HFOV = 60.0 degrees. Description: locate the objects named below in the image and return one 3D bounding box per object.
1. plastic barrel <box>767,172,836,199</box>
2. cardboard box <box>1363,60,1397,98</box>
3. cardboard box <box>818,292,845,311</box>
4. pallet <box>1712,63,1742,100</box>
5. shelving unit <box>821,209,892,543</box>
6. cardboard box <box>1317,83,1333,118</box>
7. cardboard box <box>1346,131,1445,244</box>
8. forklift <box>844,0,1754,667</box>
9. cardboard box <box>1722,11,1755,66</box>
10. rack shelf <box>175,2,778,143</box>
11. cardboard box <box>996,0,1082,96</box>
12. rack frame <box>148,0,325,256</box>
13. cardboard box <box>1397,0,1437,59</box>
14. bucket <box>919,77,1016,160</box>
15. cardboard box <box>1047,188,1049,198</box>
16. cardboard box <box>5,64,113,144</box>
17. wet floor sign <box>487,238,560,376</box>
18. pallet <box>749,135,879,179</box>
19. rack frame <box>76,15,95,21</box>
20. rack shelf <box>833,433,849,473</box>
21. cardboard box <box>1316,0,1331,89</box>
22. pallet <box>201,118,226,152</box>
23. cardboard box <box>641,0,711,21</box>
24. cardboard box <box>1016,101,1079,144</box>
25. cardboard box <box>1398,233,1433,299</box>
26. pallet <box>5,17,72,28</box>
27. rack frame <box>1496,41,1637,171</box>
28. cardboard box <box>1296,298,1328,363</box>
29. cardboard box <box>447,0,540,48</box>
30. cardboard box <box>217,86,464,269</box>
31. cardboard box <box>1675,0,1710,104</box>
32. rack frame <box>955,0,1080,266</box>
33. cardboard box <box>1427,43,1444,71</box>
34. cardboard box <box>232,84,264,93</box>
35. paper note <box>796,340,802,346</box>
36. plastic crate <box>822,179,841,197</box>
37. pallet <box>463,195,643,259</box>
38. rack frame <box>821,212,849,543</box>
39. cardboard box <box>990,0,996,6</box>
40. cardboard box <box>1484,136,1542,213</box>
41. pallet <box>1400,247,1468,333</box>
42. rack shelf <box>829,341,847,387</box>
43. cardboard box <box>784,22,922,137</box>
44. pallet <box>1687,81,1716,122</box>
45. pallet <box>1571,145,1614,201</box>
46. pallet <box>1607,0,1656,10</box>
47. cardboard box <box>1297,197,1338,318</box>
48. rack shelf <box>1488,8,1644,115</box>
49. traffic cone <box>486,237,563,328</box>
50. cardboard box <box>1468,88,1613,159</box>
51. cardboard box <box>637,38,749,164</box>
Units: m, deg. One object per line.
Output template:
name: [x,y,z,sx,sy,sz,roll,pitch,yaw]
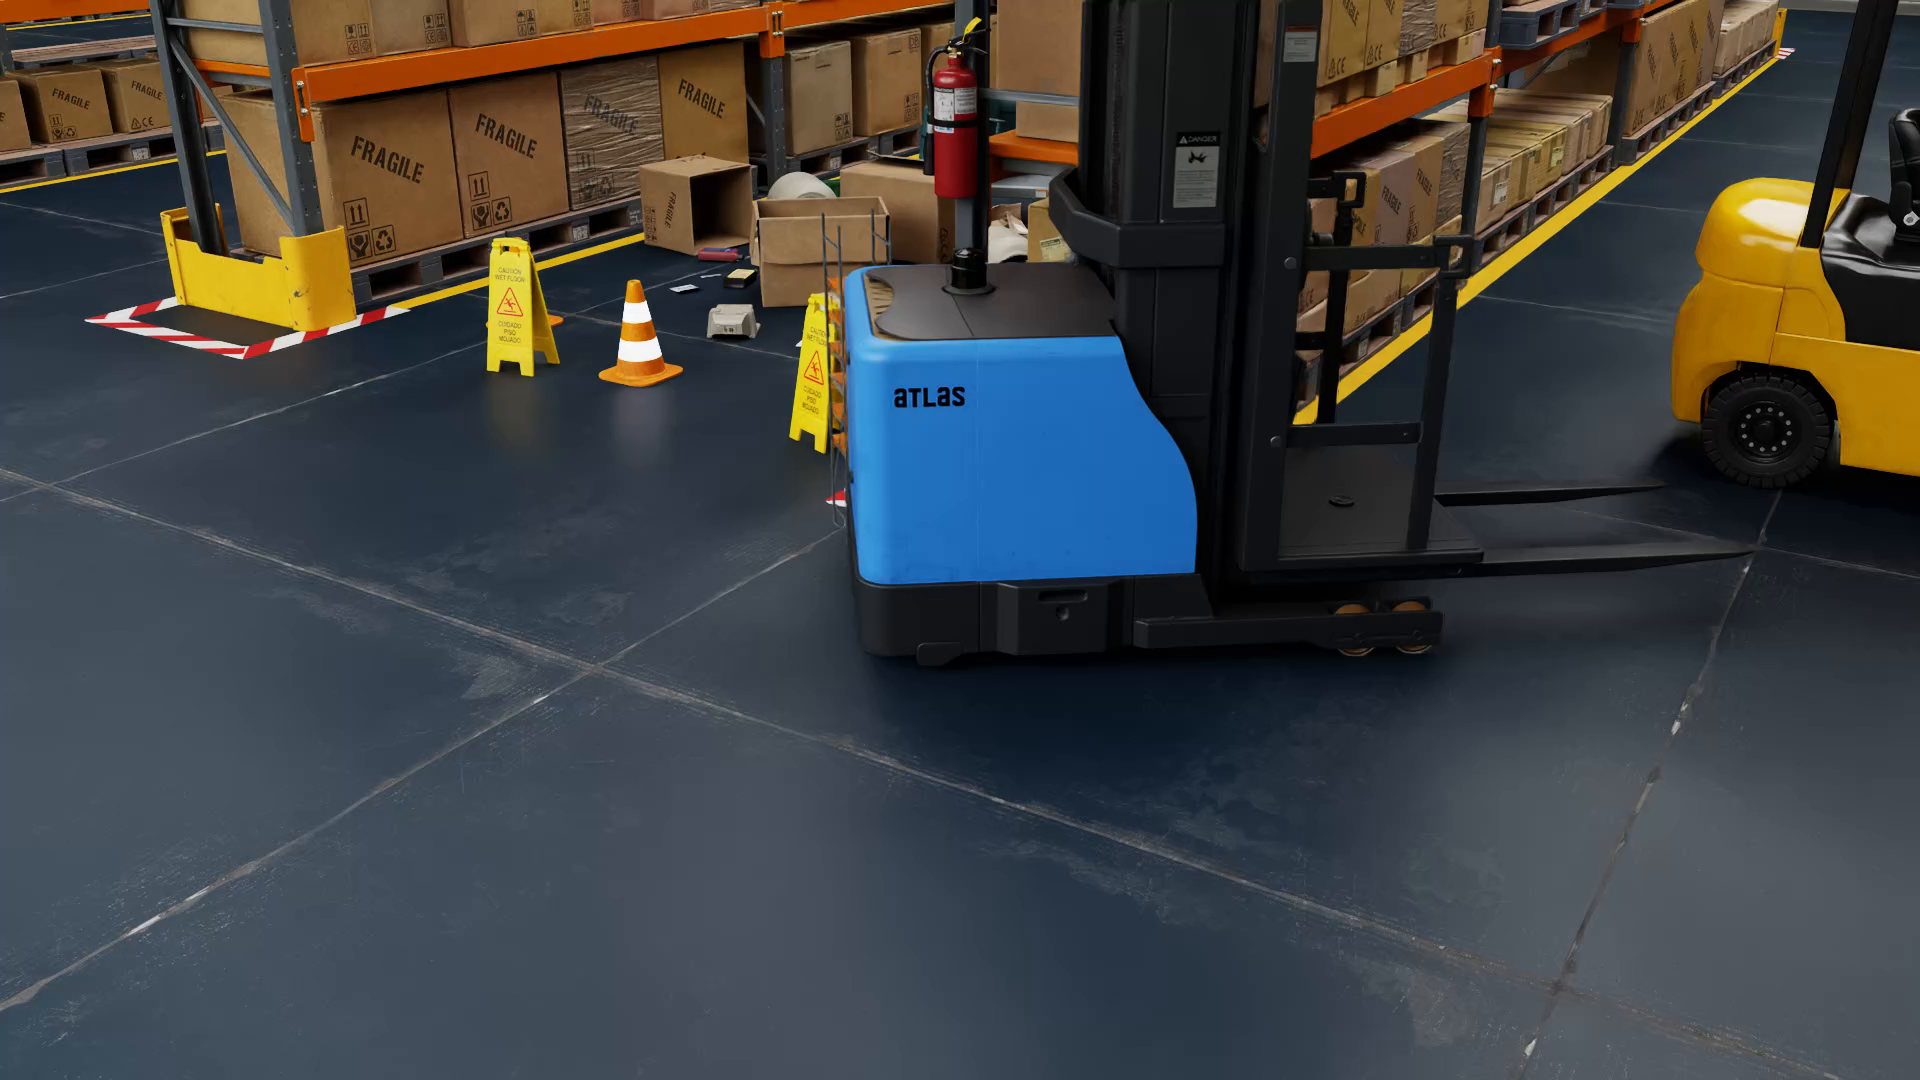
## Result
plastic barrel: [-1.009,-2.119,10.613,0.421,0.421,0.512,-7,24,-17]
cardboard box: [1.836,-2.197,7.865,0.380,0.149,0.250,14,27,29]
cardboard box: [-0.590,-1.210,8.857,0.250,0.149,0.380,-12,26,-26]
pallet: [7.233,-4.663,16.756,1.003,0.211,1.213,14,27,29]
shelving unit: [-0.363,-0.584,6.087,0.189,1.200,0.258,-8,25,-17]
cardboard box: [1.401,-1.940,7.271,0.380,0.149,0.250,15,27,30]
cardboard box: [2.194,-1.850,8.736,0.500,0.500,0.500,14,27,30]
forklift: [1.139,-1.175,5.276,3.031,2.935,1.130,-2,24,-5]
cardboard box: [7.659,-5.211,17.209,0.875,0.438,0.875,13,27,27]
rack shelf: [-2.768,-3.001,10.311,1.077,0.370,4.000,14,27,29]
cardboard box: [0.487,-2.076,6.769,0.500,0.500,0.500,13,27,28]
rack frame: [-3.823,-2.656,8.609,1.000,3.000,0.127,14,27,29]
cardboard box: [1.987,-2.632,8.053,0.500,0.500,0.500,15,27,30]
bucket: [0.173,-2.672,10.854,0.620,0.611,0.726,-6,22,-39]
cardboard box: [0.824,-1.780,9.730,0.500,0.500,0.500,-7,24,-17]
cardboard box: [-7.008,-3.398,12.943,0.500,0.500,0.500,17,29,34]
wet floor sign: [-2.157,-1.151,8.096,0.267,0.644,0.232,9,25,20]
pallet: [-1.370,-3.002,12.920,1.003,0.211,1.213,14,27,29]
rack frame: [-12.178,-8.507,22.125,1.000,3.000,0.127,14,27,29]
rack shelf: [-0.361,-0.323,6.200,0.180,0.103,0.258,-8,25,-17]
cardboard box: [1.191,-2.112,6.853,0.500,0.500,0.500,15,27,31]
pallet: [-6.198,-3.566,14.221,1.003,0.211,1.213,14,27,29]
cardboard box: [-2.169,-3.757,10.965,0.875,0.550,0.550,14,27,29]
cardboard box: [0.451,-1.708,6.737,0.380,0.149,0.250,15,28,31]
cardboard box: [2.189,-1.496,8.862,0.500,0.250,0.500,13,27,28]
pallet: [-12.645,-6.957,22.056,1.003,0.211,1.213,14,27,29]
rack frame: [4.655,-4.353,12.529,1.000,3.000,0.127,14,27,29]
cardboard box: [1.371,-0.969,7.644,0.500,0.250,0.500,15,28,31]
cardboard box: [-2.992,-3.212,9.706,0.875,0.550,0.550,14,27,29]
cardboard box: [-3.522,-2.116,9.509,0.875,0.875,0.875,14,27,29]
cardboard box: [6.036,-4.388,14.756,0.875,0.875,0.875,15,27,30]
rack frame: [0.435,-1.653,6.292,1.000,3.000,0.127,14,27,29]
cardboard box: [2.305,-2.558,8.699,0.380,0.149,0.250,14,27,29]
cardboard box: [-6.119,-3.998,14.328,0.500,0.500,0.500,13,27,27]
paper note: [-0.757,-1.026,8.582,0.148,0.019,0.142,5,24,11]
plastic crate: [-0.692,-2.409,11.505,0.662,0.188,0.450,-12,16,-26]
pallet: [-2.824,-2.073,10.772,1.003,0.211,1.213,14,27,29]
rack frame: [-0.449,-0.572,6.060,0.006,1.200,0.240,-8,25,-17]
cardboard box: [0.535,-5.031,15.771,0.500,0.250,0.500,13,27,28]
cardboard box: [3.196,-2.410,10.821,0.950,0.372,0.625,16,28,32]
pallet: [2.221,-1.489,9.424,1.003,0.211,1.213,14,27,29]
rack shelf: [-0.363,-0.653,6.057,0.180,0.103,0.258,-8,25,-17]
cardboard box: [-0.950,-3.719,13.369,1.050,0.750,0.750,14,27,29]
pallet: [6.422,-4.147,15.563,1.003,0.211,1.213,14,27,29]
pallet: [4.242,-2.810,12.474,1.003,0.211,1.213,14,27,29]
pallet: [4.370,-4.002,11.960,1.213,0.211,1.003,14,27,29]
cardboard box: [1.380,-1.327,7.529,0.500,0.500,0.500,13,26,27]
rack shelf: [3.600,-3.348,11.113,1.077,0.370,4.000,14,27,29]
traffic cone: [-2.337,-1.373,8.840,0.336,0.463,0.334,14,27,29]
cardboard box: [4.349,-3.151,12.532,0.950,0.372,0.625,12,26,25]
cardboard box: [-2.105,-3.026,11.610,0.875,0.875,0.875,14,27,30]
